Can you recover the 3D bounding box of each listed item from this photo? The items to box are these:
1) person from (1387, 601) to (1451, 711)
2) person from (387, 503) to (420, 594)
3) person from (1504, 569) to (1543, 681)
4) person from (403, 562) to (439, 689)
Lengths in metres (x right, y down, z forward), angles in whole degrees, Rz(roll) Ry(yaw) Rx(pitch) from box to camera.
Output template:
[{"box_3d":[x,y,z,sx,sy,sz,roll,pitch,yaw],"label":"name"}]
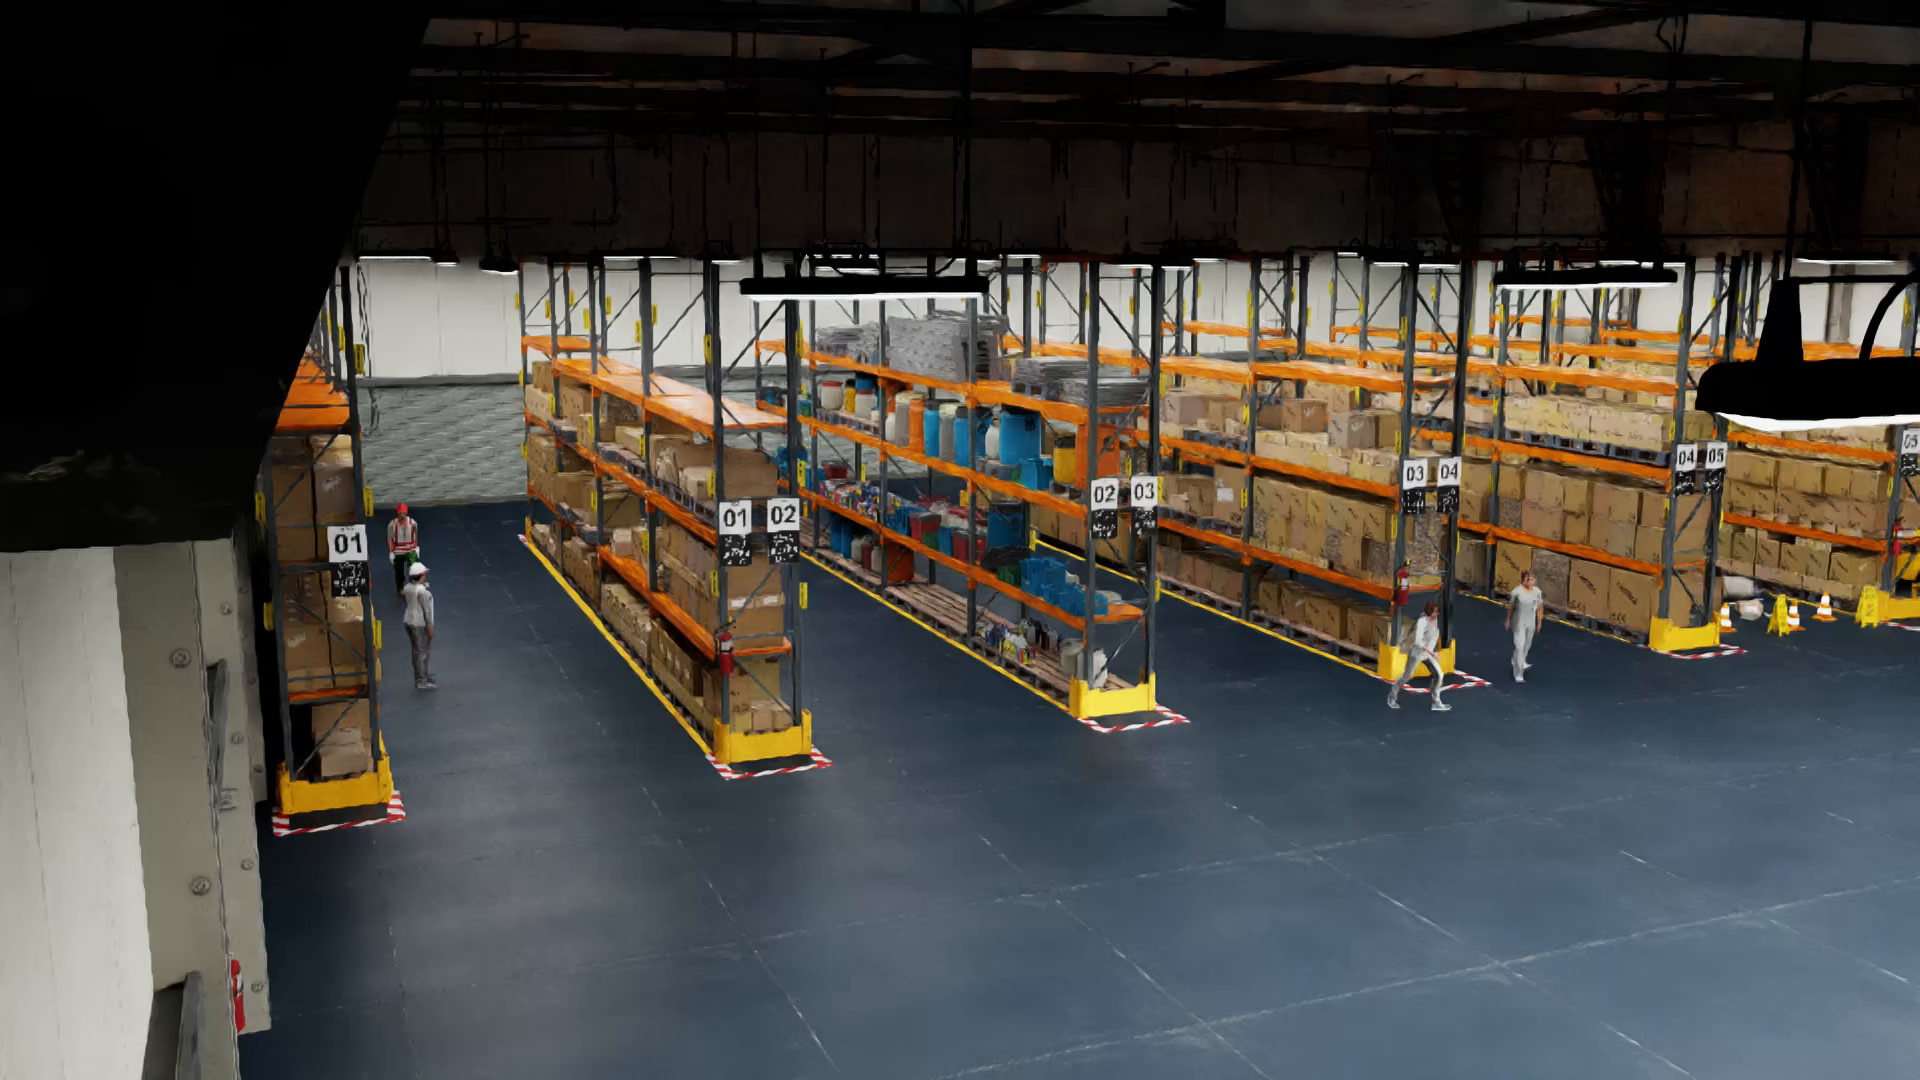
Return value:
[{"box_3d":[6.187,1.532,22.346,0.554,1.525,0.786,-9,13,-40],"label":"person"},{"box_3d":[-9.731,0.193,29.127,0.557,1.705,1.116,-5,11,-24],"label":"person"},{"box_3d":[8.169,1.186,24.078,0.495,1.609,0.953,0,10,-2],"label":"person"},{"box_3d":[-7.597,1.192,23.528,0.591,1.774,0.463,10,14,42],"label":"person"}]
